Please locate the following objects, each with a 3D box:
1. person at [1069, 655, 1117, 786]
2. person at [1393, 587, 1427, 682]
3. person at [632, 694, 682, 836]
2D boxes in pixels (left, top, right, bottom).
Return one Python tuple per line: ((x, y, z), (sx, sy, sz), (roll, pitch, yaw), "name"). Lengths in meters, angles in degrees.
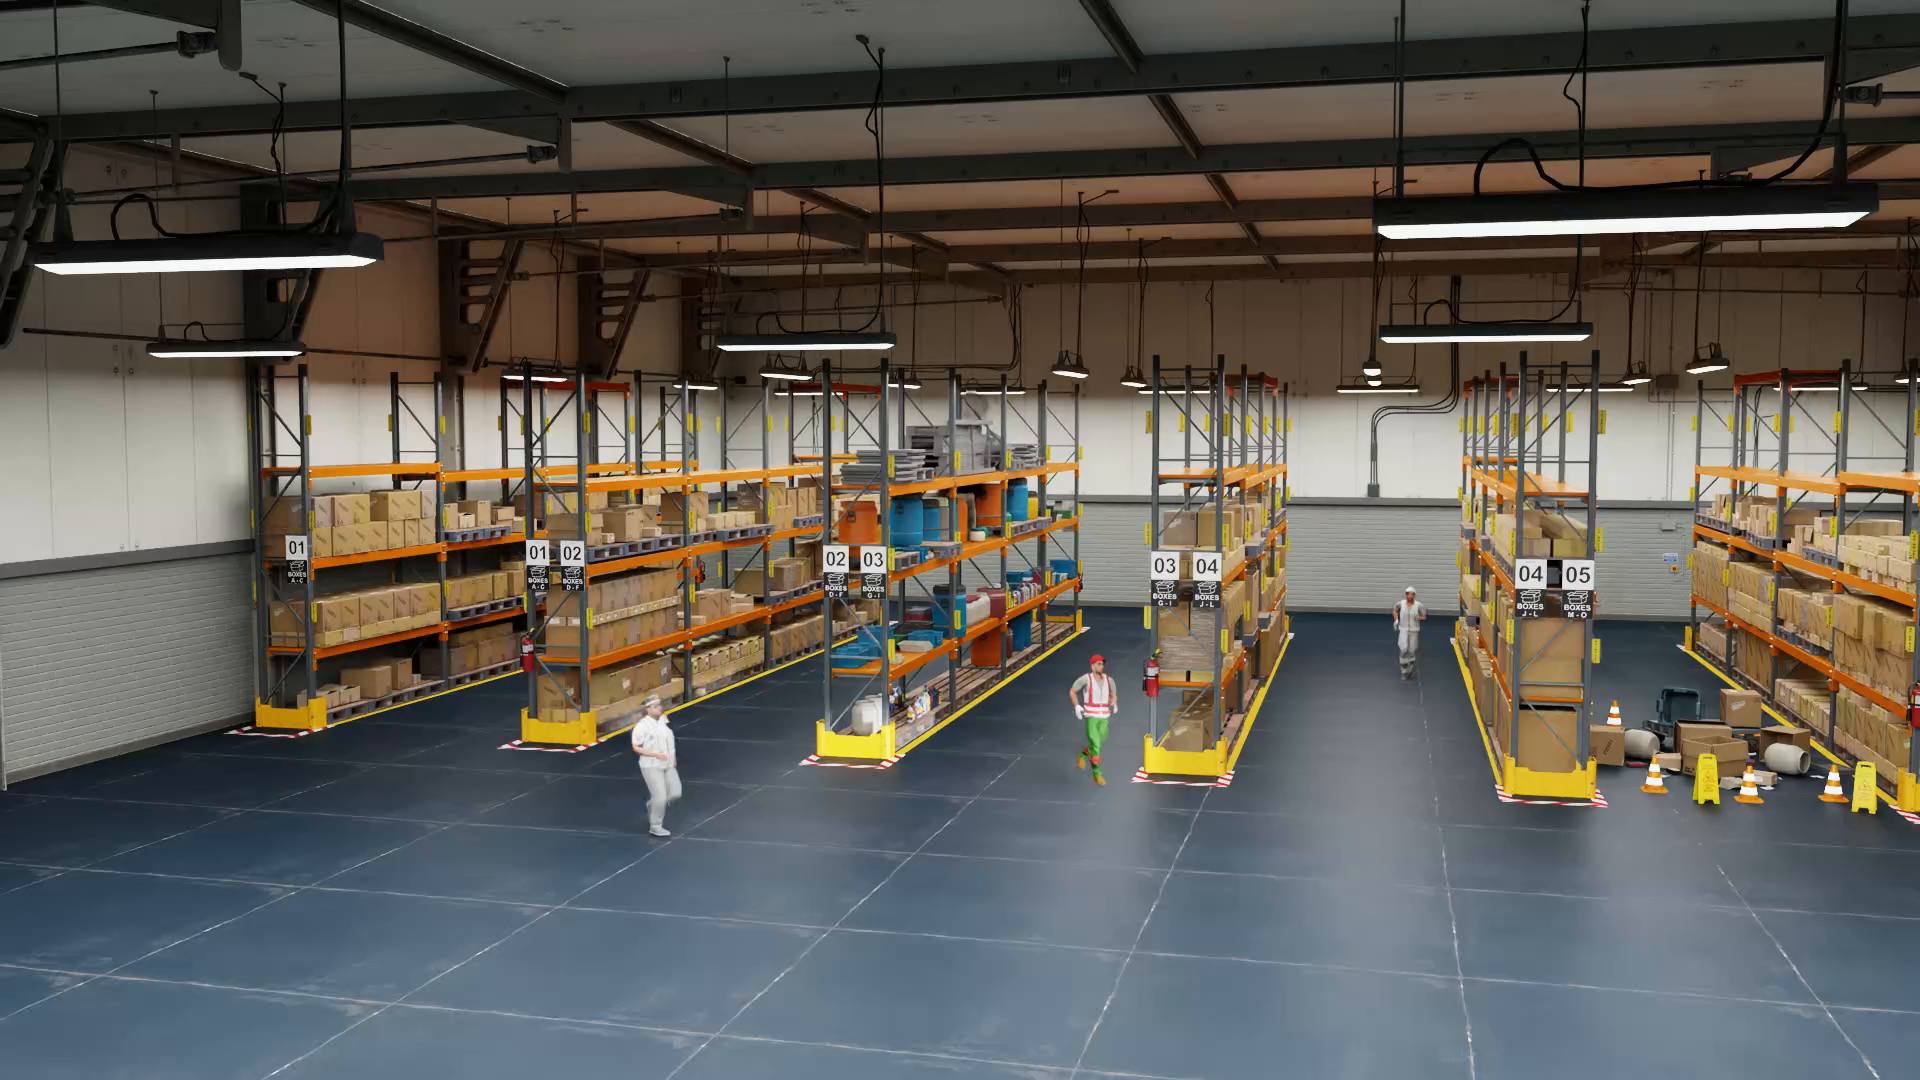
((1.923, 2.507, 23.472), (0.676, 1.785, 0.883), (-2, 4, -22), "person")
((8.873, 1.840, 32.822), (0.638, 1.842, 0.838), (1, 4, 14), "person")
((-3.665, 2.735, 20.274), (0.568, 1.731, 0.622), (3, 5, 36), "person")
